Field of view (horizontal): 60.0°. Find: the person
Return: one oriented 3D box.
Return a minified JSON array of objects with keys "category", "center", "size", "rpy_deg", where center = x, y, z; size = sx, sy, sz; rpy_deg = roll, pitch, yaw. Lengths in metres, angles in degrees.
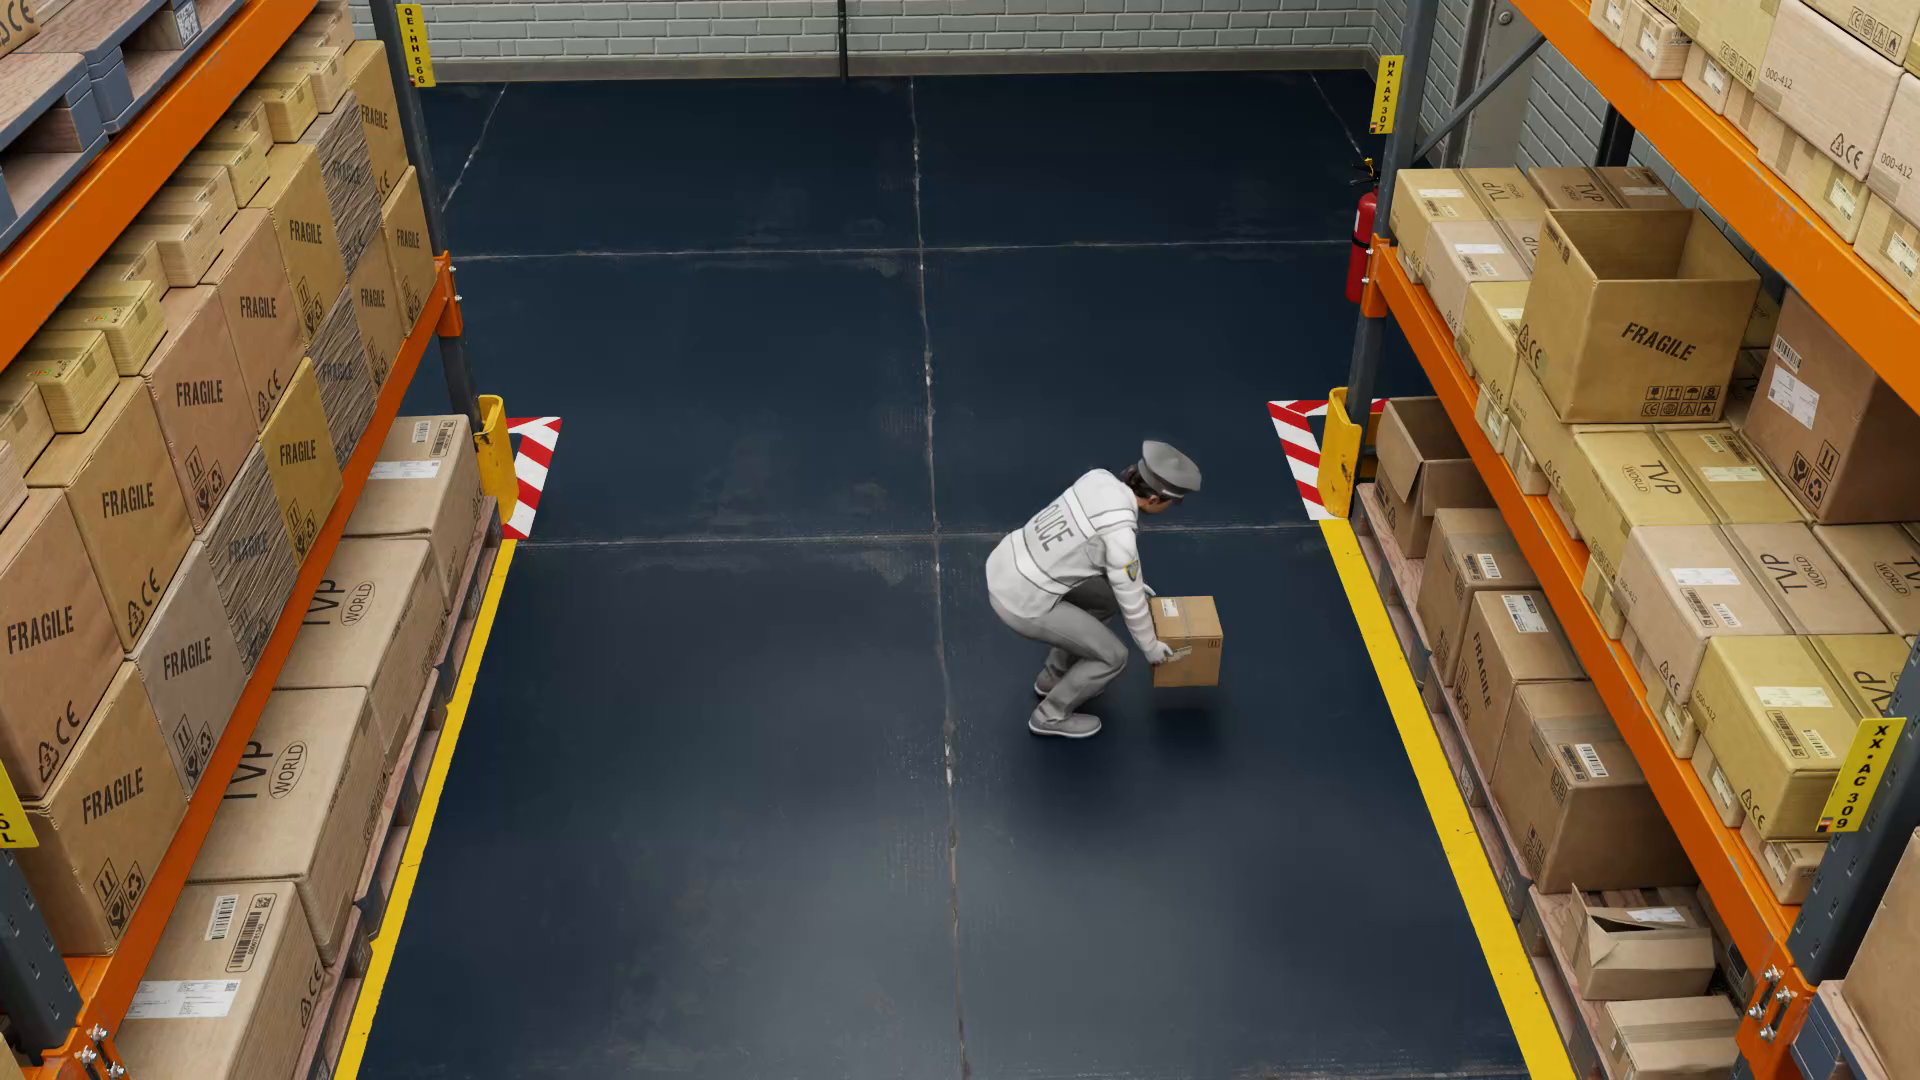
[{"category":"person","center":[0.490,0.171,6.321],"size":[0.788,1.188,0.524],"rpy_deg":[-2,35,-2]}]
